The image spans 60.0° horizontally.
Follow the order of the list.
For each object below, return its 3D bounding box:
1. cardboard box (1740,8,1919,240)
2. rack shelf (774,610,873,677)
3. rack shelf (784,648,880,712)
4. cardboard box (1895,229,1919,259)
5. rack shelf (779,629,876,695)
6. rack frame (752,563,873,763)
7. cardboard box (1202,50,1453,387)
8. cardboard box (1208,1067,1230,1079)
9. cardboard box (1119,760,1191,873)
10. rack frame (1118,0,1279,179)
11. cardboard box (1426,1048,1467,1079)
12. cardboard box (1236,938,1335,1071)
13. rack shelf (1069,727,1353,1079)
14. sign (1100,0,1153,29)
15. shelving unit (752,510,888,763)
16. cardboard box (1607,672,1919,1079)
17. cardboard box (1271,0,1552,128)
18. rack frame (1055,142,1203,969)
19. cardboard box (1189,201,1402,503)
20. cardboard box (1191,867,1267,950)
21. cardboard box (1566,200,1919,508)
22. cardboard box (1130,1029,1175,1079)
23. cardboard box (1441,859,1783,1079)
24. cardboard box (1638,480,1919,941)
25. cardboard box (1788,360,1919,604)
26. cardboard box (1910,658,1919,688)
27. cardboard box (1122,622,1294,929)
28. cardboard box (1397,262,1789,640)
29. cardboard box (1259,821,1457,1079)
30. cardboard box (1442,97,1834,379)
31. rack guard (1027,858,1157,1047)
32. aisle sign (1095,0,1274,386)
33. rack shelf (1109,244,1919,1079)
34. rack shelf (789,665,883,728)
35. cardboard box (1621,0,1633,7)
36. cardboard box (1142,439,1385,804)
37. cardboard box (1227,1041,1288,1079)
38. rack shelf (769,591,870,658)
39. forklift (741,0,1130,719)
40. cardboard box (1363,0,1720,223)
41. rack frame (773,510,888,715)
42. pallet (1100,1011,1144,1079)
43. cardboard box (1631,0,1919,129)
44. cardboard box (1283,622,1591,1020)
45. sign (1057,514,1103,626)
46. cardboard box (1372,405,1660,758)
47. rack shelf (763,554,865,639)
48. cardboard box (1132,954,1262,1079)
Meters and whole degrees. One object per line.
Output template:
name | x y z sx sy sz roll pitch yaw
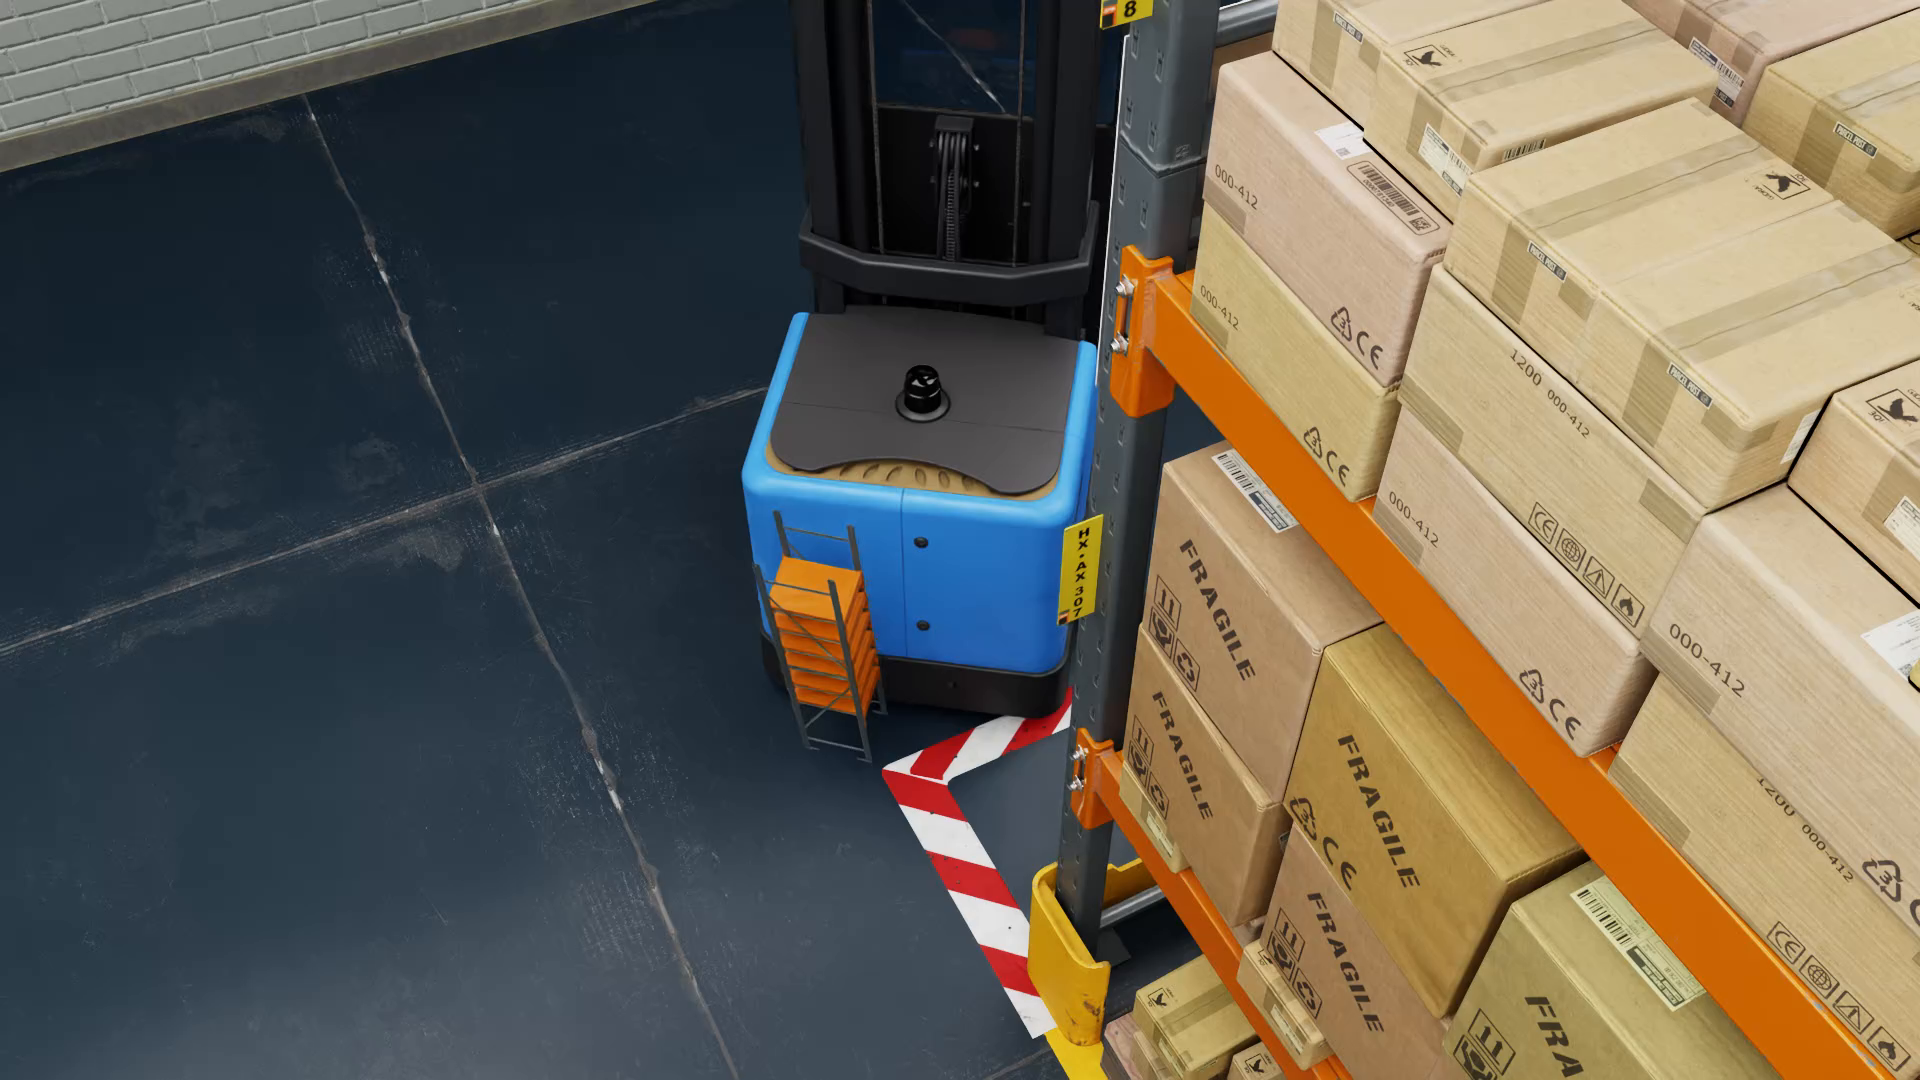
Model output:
cardboard box | 1.304 -0.576 2.271 0.380 0.149 0.250 -23 53 -19
rack shelf | -0.415 0.292 5.088 0.258 0.103 0.180 11 59 10
rack shelf | -0.405 0.419 5.291 0.258 0.103 0.180 11 59 10
cardboard box | 1.418 -0.374 2.359 0.500 0.250 0.500 -22 53 -18
rack shelf | -0.410 0.356 5.190 0.258 0.103 0.180 11 59 10
rack frame | -0.435 0.408 5.106 0.240 1.200 0.006 11 59 10
cardboard box | 0.721 -0.547 2.510 0.500 0.250 0.500 -20 52 -17
cardboard box | 0.758 1.308 4.531 0.380 0.149 0.250 -19 52 -16
cardboard box | 0.603 0.579 3.918 0.380 0.149 0.250 -22 52 -18
rack frame | 0.746 -1.809 1.854 1.000 3.000 0.127 -21 52 -18
cardboard box | 1.187 1.113 3.020 0.500 0.500 0.500 -21 52 -17
cardboard box | 0.832 0.933 3.608 0.380 0.149 0.250 -23 53 -19
rack shelf | 1.661 1.742 3.212 1.077 0.370 4.000 -21 52 -18
sign | 0.264 -0.922 2.490 0.100 0.325 0.005 -21 52 -18
shelving unit | -0.412 0.332 5.152 0.258 1.200 0.189 11 59 10
cardboard box | 1.209 0.311 2.092 0.500 0.250 0.500 -23 53 -19
cardboard box | 0.692 -0.773 2.443 0.380 0.149 0.250 -22 52 -18
rack frame | 0.746 0.166 4.112 1.000 3.000 0.127 -21 52 -18
cardboard box | 0.724 -0.384 2.699 0.500 0.250 0.500 -19 52 -16
cardboard box | 0.756 0.735 3.782 0.380 0.149 0.250 -19 52 -16
cardboard box | 0.963 -0.226 1.965 0.380 0.149 0.250 -21 52 -17
cardboard box | 0.701 1.427 4.624 0.380 0.149 0.250 -20 52 -17
cardboard box | 1.170 0.789 2.638 0.500 0.500 0.500 -22 52 -18
cardboard box | 1.176 0.138 1.911 0.500 0.250 0.500 -21 52 -17
cardboard box | 1.174 -0.090 1.846 0.380 0.149 0.250 -20 52 -17
cardboard box | 1.211 0.119 1.663 0.380 0.149 0.250 -20 52 -16
cardboard box | 0.706 0.431 3.616 0.500 0.500 0.500 -19 51 -16
cardboard box | 0.956 -0.204 2.211 0.500 0.250 0.500 -22 52 -18
cardboard box | 0.974 0.780 3.311 0.500 0.500 0.500 -21 52 -17
cardboard box | 0.852 -0.389 2.107 0.380 0.149 0.250 -21 52 -18
rack guard | 0.781 1.040 5.008 1.175 0.500 0.348 -21 52 -18
aisle sign | 0.446 -0.635 3.086 0.394 0.787 0.004 -21 52 -18
rack shelf | 1.661 0.754 2.083 1.077 0.370 4.000 -21 52 -18
rack shelf | -0.400 0.483 5.393 0.258 0.103 0.180 11 59 10
cardboard box | 1.160 -0.947 2.595 0.380 0.149 0.250 -22 52 -18
cardboard box | 0.716 0.098 3.243 0.500 0.500 0.500 -21 52 -18
cardboard box | 0.917 1.381 4.269 0.380 0.149 0.250 -20 52 -17
rack shelf | -0.421 0.229 4.986 0.258 0.103 0.180 11 59 10
forklift | 0.056 -1.488 5.604 1.130 2.935 3.031 7 49 6
cardboard box | 0.793 -0.596 2.288 0.380 0.149 0.250 -19 52 -16
rack frame | -0.389 0.256 5.198 0.240 1.200 0.006 11 59 10
pallet | 1.121 1.691 4.631 1.003 0.211 1.213 -21 52 -18
cardboard box | 1.204 -0.755 2.428 0.380 0.149 0.250 -20 52 -17
cardboard box | 0.952 0.434 2.950 0.500 0.500 0.500 -20 52 -16
sign | 0.264 0.068 3.623 0.100 0.325 0.005 -21 52 -18
cardboard box | 0.962 -0.030 2.390 0.500 0.250 0.500 -20 52 -16
rack shelf | -0.426 0.165 4.885 0.258 0.103 0.180 11 59 10
cardboard box | 0.684 1.238 4.394 0.380 0.149 0.250 -23 53 -19
